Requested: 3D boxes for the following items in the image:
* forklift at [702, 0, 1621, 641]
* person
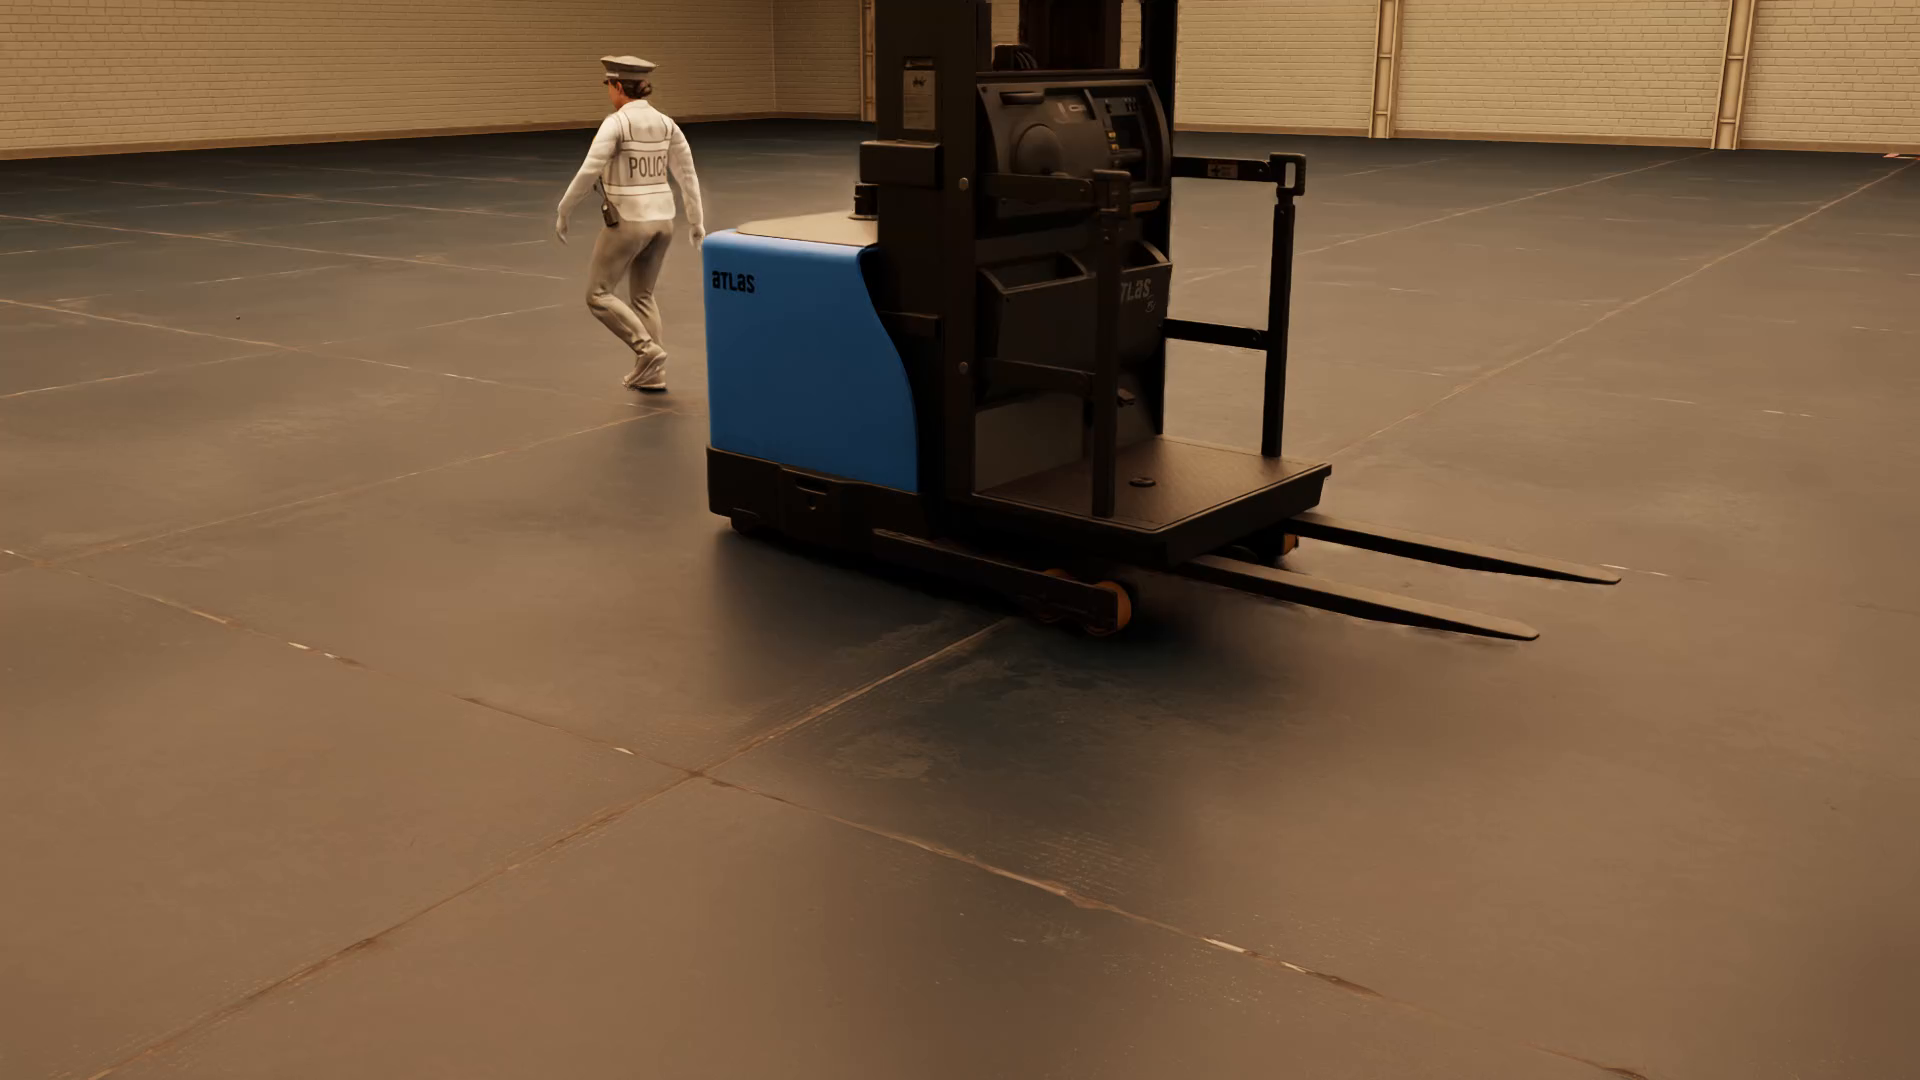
[{"bbox_3d":[0.536,-1.285,5.130,3.031,2.935,1.130,13,21,38],"label":"forklift"},{"bbox_3d":[-1.589,-1.540,8.234,0.502,1.649,0.694,12,20,34],"label":"person"}]
